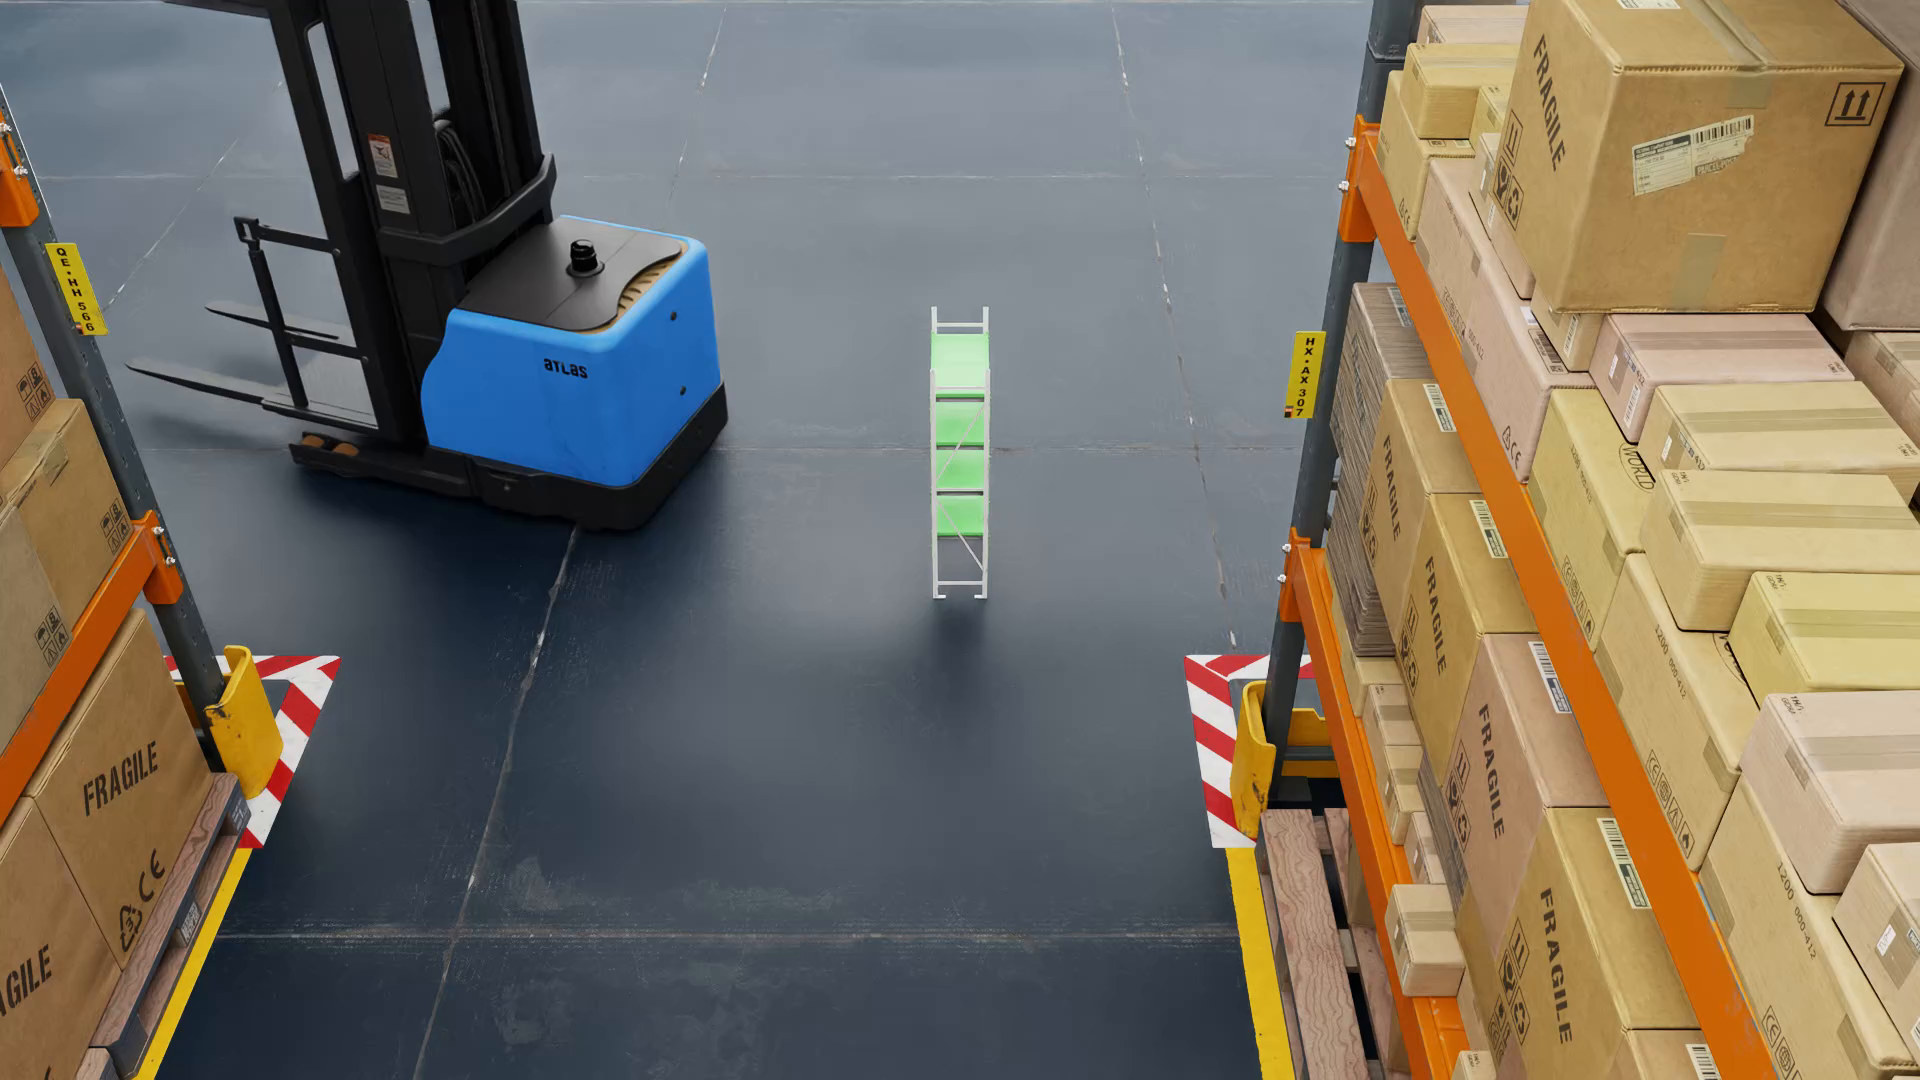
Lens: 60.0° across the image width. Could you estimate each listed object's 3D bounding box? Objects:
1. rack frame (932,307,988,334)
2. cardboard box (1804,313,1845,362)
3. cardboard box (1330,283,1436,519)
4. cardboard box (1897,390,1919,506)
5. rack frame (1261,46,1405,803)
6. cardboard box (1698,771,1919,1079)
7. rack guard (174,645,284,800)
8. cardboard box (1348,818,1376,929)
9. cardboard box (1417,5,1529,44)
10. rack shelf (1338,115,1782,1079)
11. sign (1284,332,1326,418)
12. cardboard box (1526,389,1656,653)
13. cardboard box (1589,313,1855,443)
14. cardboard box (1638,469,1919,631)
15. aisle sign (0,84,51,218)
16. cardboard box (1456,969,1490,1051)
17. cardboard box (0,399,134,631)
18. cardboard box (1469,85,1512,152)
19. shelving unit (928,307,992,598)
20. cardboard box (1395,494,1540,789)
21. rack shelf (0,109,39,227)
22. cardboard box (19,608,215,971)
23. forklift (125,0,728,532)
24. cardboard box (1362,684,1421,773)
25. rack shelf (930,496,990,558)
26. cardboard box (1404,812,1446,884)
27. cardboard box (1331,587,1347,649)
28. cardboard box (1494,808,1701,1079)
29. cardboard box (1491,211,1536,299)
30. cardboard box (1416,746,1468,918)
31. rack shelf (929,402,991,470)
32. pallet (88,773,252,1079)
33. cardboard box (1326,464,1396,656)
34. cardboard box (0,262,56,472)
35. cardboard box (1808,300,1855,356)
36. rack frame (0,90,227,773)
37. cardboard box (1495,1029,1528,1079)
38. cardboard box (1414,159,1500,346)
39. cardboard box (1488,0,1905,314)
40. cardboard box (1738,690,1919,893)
[{"bbox_3d":[0.000,-0.517,7.436,0.240,1.200,0.015,0,39,0],"label":"rack frame"},{"bbox_3d":[1.897,-0.366,3.529,0.500,0.250,0.500,1,39,1],"label":"cardboard box"},{"bbox_3d":[1.375,-0.389,4.719,0.500,0.500,0.500,0,39,0],"label":"cardboard box"},{"bbox_3d":[1.886,-0.134,2.921,0.380,0.149,0.250,1,39,1],"label":"cardboard box"},{"bbox_3d":[1.647,-0.188,5.586,1.000,3.000,0.127,0,39,0],"label":"rack frame"},{"bbox_3d":[1.400,0.590,2.336,0.500,0.250,0.500,1,39,1],"label":"cardboard box"},{"bbox_3d":[-3.313,0.713,6.461,1.175,0.500,0.348,0,39,0],"label":"rack guard"},{"bbox_3d":[1.631,1.014,5.749,0.500,0.500,0.500,7,39,8],"label":"cardboard box"},{"bbox_3d":[1.416,-1.283,4.355,0.380,0.149,0.250,0,39,0],"label":"cardboard box"},{"bbox_3d":[1.649,0.173,3.312,1.077,0.370,4.000,0,39,0],"label":"rack shelf"},{"bbox_3d":[1.104,-0.525,5.315,0.100,0.325,0.005,0,39,0],"label":"sign"},{"bbox_3d":[1.398,-0.041,3.123,0.500,0.250,0.500,1,39,1],"label":"cardboard box"},{"bbox_3d":[1.430,-0.314,3.145,0.380,0.149,0.250,0,39,-1],"label":"cardboard box"},{"bbox_3d":[1.356,0.019,2.730,0.380,0.149,0.250,2,39,2],"label":"cardboard box"},{"bbox_3d":[-3.013,-1.307,4.903,0.394,0.787,0.004,0,39,0],"label":"aisle sign"},{"bbox_3d":[1.447,1.183,4.076,0.380,0.149,0.250,0,39,0],"label":"cardboard box"},{"bbox_3d":[-3.267,-0.074,5.324,0.875,0.550,0.550,0,39,0],"label":"cardboard box"},{"bbox_3d":[1.443,-0.963,3.956,0.380,0.149,0.250,-1,39,-1],"label":"cardboard box"},{"bbox_3d":[0.000,-0.365,7.246,0.258,1.200,0.503,0,39,0],"label":"shelving unit"},{"bbox_3d":[1.371,0.236,3.939,0.500,0.500,0.500,0,39,0],"label":"cardboard box"},{"bbox_3d":[-3.311,0.113,3.386,1.077,0.370,4.000,0,39,0],"label":"rack shelf"},{"bbox_3d":[-3.246,0.842,5.664,0.875,0.875,0.875,0,39,0],"label":"cardboard box"},{"bbox_3d":[-2.743,-1.744,7.582,3.031,2.935,1.130,13,40,15],"label":"forklift"},{"bbox_3d":[1.396,0.558,4.857,0.380,0.149,0.250,0,39,0],"label":"cardboard box"},{"bbox_3d":[0.000,-0.128,7.436,0.258,0.148,0.480,0,39,0],"label":"rack shelf"},{"bbox_3d":[1.417,0.870,4.466,0.380,0.149,0.250,0,39,0],"label":"cardboard box"},{"bbox_3d":[1.390,0.245,5.247,0.380,0.149,0.250,0,39,0],"label":"cardboard box"},{"bbox_3d":[1.374,0.862,3.159,0.500,0.500,0.500,0,39,0],"label":"cardboard box"},{"bbox_3d":[1.368,-0.641,3.553,0.380,0.149,0.250,0,39,0],"label":"cardboard box"},{"bbox_3d":[1.698,0.626,4.252,0.875,0.500,0.500,0,39,0],"label":"cardboard box"},{"bbox_3d":[0.000,-0.502,7.135,0.258,0.148,0.480,0,39,0],"label":"rack shelf"},{"bbox_3d":[-3.234,1.341,5.908,1.003,0.211,1.213,0,39,0],"label":"pallet"},{"bbox_3d":[1.620,0.001,5.032,0.875,0.500,0.500,0,39,0],"label":"cardboard box"},{"bbox_3d":[-3.351,-0.495,4.986,0.875,0.550,0.550,0,39,0],"label":"cardboard box"},{"bbox_3d":[1.954,-0.468,3.338,0.380,0.149,0.250,-2,39,-2],"label":"cardboard box"},{"bbox_3d":[-3.313,-0.248,5.660,1.000,3.000,0.127,0,39,0],"label":"rack frame"},{"bbox_3d":[1.646,1.252,3.472,0.875,0.500,0.500,0,39,0],"label":"cardboard box"},{"bbox_3d":[1.396,-0.676,3.916,0.500,0.250,0.500,-1,39,-1],"label":"cardboard box"},{"bbox_3d":[1.379,-0.780,3.208,0.500,0.500,0.500,0,39,0],"label":"cardboard box"},{"bbox_3d":[1.340,0.346,2.322,0.380,0.149,0.250,-1,39,-1],"label":"cardboard box"}]
